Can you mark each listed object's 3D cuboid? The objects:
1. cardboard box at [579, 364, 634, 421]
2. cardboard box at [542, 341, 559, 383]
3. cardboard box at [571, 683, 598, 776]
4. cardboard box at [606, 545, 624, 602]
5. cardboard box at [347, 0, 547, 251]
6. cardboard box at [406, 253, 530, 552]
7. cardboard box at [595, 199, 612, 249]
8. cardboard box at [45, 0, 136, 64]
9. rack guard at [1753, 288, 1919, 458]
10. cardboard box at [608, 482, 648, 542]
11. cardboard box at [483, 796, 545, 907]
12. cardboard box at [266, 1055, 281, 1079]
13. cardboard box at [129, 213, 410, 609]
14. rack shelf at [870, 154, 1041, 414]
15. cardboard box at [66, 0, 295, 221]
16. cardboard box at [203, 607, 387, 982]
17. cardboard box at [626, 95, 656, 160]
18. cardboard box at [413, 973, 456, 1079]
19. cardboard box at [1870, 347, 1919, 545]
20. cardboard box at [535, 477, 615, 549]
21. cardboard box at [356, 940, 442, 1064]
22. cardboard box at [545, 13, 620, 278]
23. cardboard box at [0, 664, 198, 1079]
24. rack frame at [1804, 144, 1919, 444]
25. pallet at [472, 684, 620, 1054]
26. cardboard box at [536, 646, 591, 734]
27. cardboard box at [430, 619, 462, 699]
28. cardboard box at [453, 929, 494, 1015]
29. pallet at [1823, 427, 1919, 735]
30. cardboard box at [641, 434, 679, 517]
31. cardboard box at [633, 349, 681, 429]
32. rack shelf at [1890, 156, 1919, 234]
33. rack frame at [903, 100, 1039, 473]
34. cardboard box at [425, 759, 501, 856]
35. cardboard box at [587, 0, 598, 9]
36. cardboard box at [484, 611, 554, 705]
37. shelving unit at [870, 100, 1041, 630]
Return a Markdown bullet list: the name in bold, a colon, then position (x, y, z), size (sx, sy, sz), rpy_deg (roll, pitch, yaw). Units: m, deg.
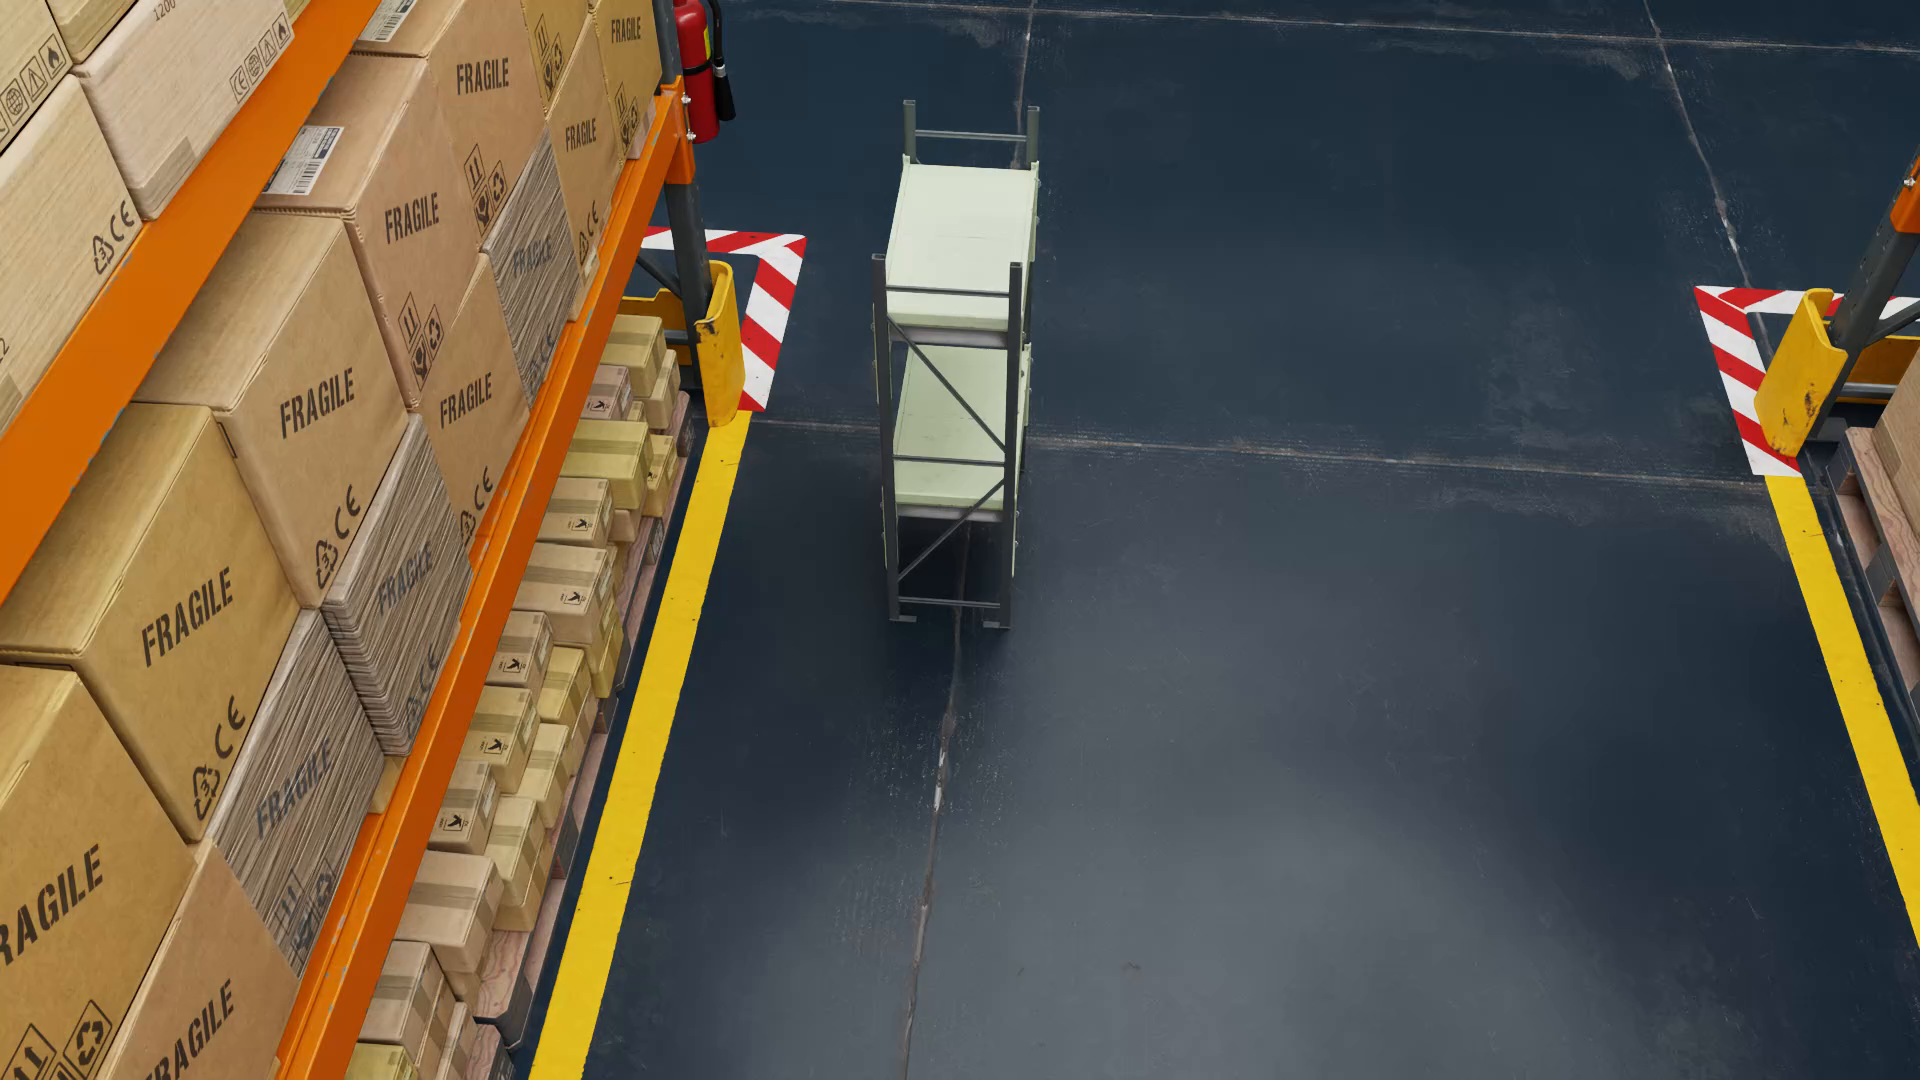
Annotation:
- **cardboard box**: position (-1.276, -0.439, 5.363), size (0.380, 0.149, 0.250), rpy_deg (5, 48, 4)
- **cardboard box**: position (-1.270, -0.556, 4.396), size (0.380, 0.149, 0.250), rpy_deg (2, 48, 2)
- **cardboard box**: position (-1.288, 0.533, 4.877), size (0.380, 0.149, 0.250), rpy_deg (5, 48, 4)
- **cardboard box**: position (-1.282, 0.142, 5.235), size (0.380, 0.149, 0.250), rpy_deg (4, 48, 4)
- **cardboard box**: position (-1.279, -1.009, 3.693), size (0.500, 0.500, 0.500), rpy_deg (6, 48, 5)
- **cardboard box**: position (-1.329, -0.315, 3.736), size (0.500, 0.500, 0.500), rpy_deg (6, 48, 5)
- **cardboard box**: position (-1.216, -0.937, 4.744), size (0.380, 0.149, 0.250), rpy_deg (3, 48, 3)
- **cardboard box**: position (-1.372, -0.909, 2.279), size (0.500, 0.250, 0.500), rpy_deg (5, 48, 4)
- **rack guard**: position (3.541, -0.561, 5.924), size (1.175, 0.500, 0.348), rpy_deg (4, 48, 4)
- **cardboard box**: position (-1.210, -0.137, 5.288), size (0.380, 0.149, 0.250), rpy_deg (2, 48, 2)
- **cardboard box**: position (-1.331, 0.815, 4.417), size (0.380, 0.149, 0.250), rpy_deg (4, 48, 3)
- **cardboard box**: position (-1.464, 0.997, 2.975), size (0.380, 0.149, 0.250), rpy_deg (5, 48, 5)
- **cardboard box**: position (-1.372, -0.243, 2.993), size (0.500, 0.500, 0.500), rpy_deg (5, 48, 4)
- **rack shelf**: position (-0.001, -0.765, 4.904), size (0.431, 0.370, 0.720), rpy_deg (4, 48, 4)
- **cardboard box**: position (-1.356, -0.741, 2.464), size (0.500, 0.250, 0.500), rpy_deg (6, 48, 5)
- **cardboard box**: position (-1.431, 0.448, 3.038), size (0.500, 0.500, 0.500), rpy_deg (4, 48, 4)
- **cardboard box**: position (-1.148, -1.302, 5.079), size (0.380, 0.149, 0.250), rpy_deg (4, 48, 4)
- **cardboard box**: position (-1.466, 1.197, 4.068), size (0.380, 0.149, 0.250), rpy_deg (2, 48, 2)
- **cardboard box**: position (3.578, -0.172, 5.327), size (0.875, 0.438, 0.875), rpy_deg (2, 48, 2)
- **cardboard box**: position (-1.260, -0.054, 5.011), size (0.380, 0.149, 0.250), rpy_deg (2, 48, 2)
- **cardboard box**: position (-1.468, 1.093, 3.962), size (0.380, 0.149, 0.250), rpy_deg (3, 48, 3)
- **cardboard box**: position (-1.237, -1.054, 4.412), size (0.500, 0.500, 0.500), rpy_deg (3, 48, 3)
- **cardboard box**: position (-1.481, 0.507, 2.307), size (0.500, 0.500, 0.500), rpy_deg (5, 48, 4)
- **rack frame**: position (3.538, -1.387, 4.986), size (1.000, 3.000, 0.127), rpy_deg (4, 48, 4)
- **pallet**: position (-1.630, 0.840, 4.839), size (1.003, 0.211, 1.213), rpy_deg (4, 48, 4)
- **cardboard box**: position (-1.286, 0.432, 4.768), size (0.380, 0.149, 0.250), rpy_deg (6, 48, 5)
- **cardboard box**: position (-1.341, 0.221, 3.685), size (0.380, 0.149, 0.250), rpy_deg (6, 48, 5)
- **cardboard box**: position (-1.453, 1.096, 4.362), size (0.380, 0.149, 0.250), rpy_deg (2, 48, 2)
- **pallet**: position (3.543, 0.147, 5.473), size (1.003, 0.211, 1.213), rpy_deg (4, 48, 4)
- **cardboard box**: position (-1.163, -0.229, 5.574), size (0.380, 0.149, 0.250), rpy_deg (5, 48, 5)
- **cardboard box**: position (-1.164, -0.519, 5.637), size (0.380, 0.149, 0.250), rpy_deg (3, 48, 2)
- **rack shelf**: position (3.356, 0.325, 3.907), size (1.077, 0.370, 4.000), rpy_deg (4, 48, 4)
- **rack frame**: position (0.033, -0.770, 5.438), size (0.400, 1.500, 0.023), rpy_deg (4, 48, 4)
- **cardboard box**: position (-1.421, 0.706, 4.316), size (0.380, 0.149, 0.250), rpy_deg (2, 48, 2)
- **cardboard box**: position (-1.194, -1.764, 4.384), size (0.500, 0.500, 0.500), rpy_deg (3, 48, 3)
- **cardboard box**: position (-1.363, 0.333, 4.657), size (0.380, 0.149, 0.250), rpy_deg (2, 48, 2)
- **shelving unit**: position (-0.001, -0.501, 5.192), size (0.431, 1.500, 0.755), rpy_deg (4, 48, 4)
